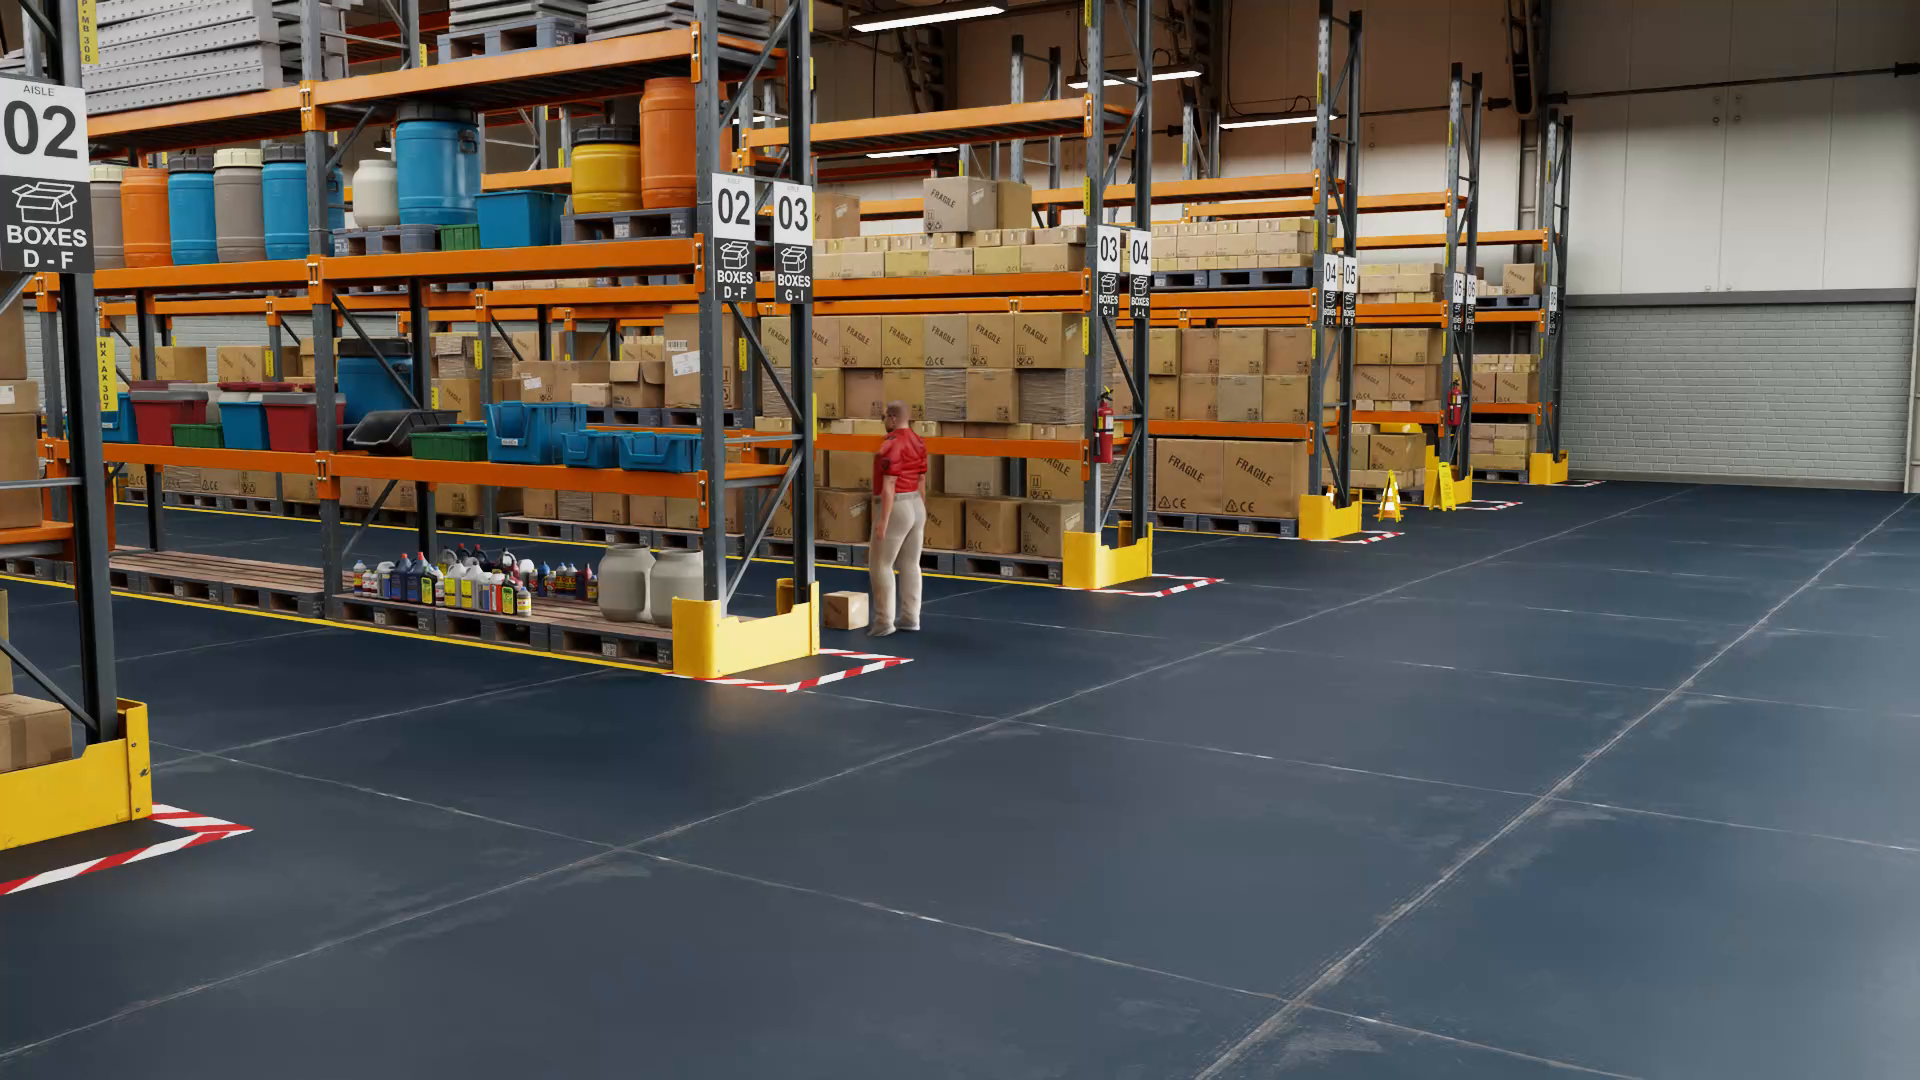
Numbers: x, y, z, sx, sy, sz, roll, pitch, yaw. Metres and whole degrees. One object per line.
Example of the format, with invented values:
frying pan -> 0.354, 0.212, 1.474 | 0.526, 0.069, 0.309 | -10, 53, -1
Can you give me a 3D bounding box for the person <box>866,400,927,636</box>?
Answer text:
person -> -0.472, -0.142, 12.387 | 0.380, 1.792, 0.563 | 4, 7, 33
